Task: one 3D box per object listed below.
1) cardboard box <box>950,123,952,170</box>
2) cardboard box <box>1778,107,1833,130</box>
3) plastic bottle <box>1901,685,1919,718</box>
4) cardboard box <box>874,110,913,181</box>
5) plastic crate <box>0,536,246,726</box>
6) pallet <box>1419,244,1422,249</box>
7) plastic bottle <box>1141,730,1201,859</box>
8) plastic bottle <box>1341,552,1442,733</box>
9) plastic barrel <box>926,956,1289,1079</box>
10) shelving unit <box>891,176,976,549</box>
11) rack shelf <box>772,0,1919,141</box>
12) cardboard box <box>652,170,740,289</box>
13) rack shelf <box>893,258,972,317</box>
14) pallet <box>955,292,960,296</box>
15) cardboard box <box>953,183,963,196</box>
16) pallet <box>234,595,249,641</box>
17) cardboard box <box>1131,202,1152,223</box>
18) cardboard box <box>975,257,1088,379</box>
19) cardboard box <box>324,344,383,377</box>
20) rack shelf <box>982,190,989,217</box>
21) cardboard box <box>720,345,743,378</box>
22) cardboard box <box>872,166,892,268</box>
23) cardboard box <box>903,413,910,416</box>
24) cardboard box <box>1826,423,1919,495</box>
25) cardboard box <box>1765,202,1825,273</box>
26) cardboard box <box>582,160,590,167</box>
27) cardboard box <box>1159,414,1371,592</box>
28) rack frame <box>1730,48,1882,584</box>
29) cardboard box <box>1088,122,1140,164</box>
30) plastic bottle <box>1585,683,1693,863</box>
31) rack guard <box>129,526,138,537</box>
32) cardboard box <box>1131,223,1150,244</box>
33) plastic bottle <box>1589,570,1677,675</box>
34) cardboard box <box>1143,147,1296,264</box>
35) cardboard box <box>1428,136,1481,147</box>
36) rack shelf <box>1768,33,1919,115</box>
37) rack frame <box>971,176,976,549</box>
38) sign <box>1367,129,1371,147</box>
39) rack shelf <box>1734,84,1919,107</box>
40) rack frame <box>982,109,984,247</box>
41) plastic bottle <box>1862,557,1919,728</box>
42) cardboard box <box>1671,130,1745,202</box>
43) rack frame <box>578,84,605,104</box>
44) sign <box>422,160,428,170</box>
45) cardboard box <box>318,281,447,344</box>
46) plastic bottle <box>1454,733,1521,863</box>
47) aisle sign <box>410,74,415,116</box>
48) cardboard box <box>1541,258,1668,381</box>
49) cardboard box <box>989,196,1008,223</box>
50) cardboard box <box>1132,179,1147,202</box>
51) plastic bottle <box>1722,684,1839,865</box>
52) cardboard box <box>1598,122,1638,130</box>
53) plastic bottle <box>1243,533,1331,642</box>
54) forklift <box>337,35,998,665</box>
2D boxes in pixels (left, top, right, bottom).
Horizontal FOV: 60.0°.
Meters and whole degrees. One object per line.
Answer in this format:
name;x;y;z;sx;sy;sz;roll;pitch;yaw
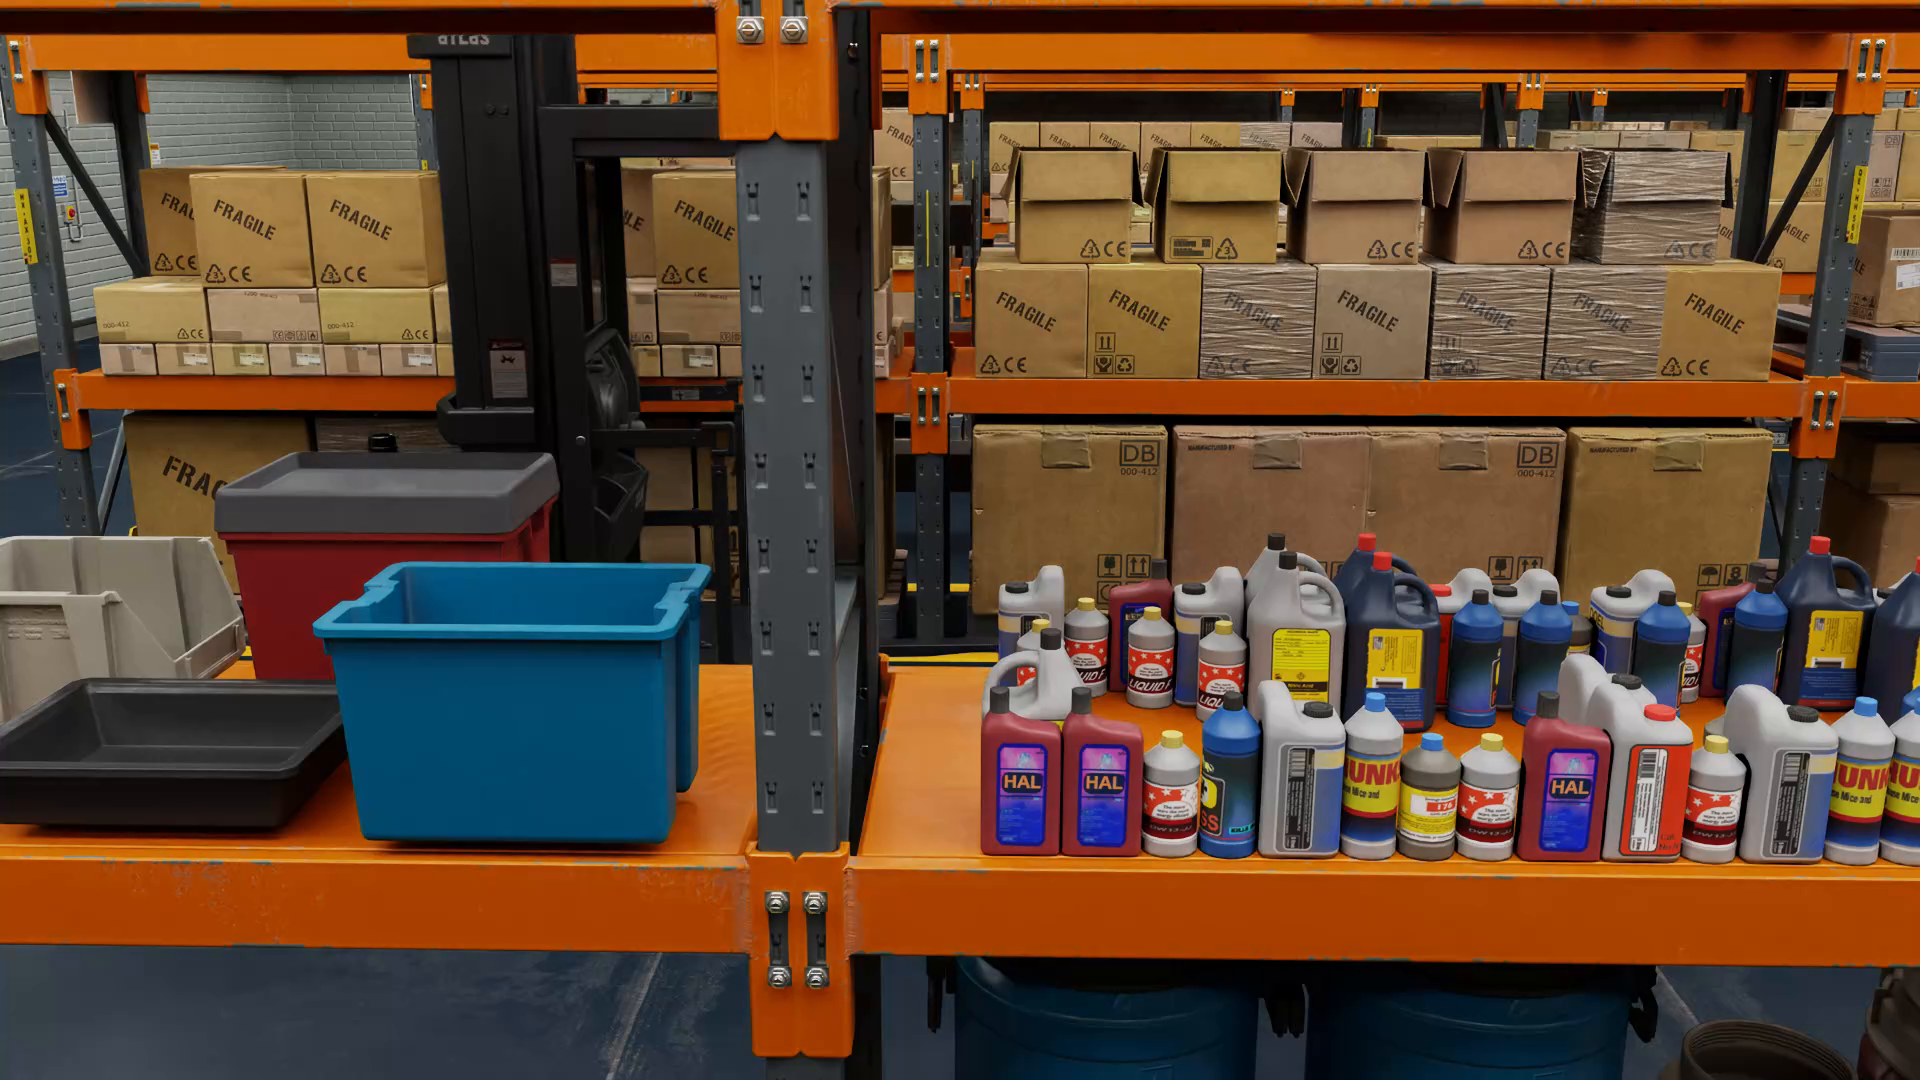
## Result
cardboard box;-0.345;-4.174;17.625;0.500;0.500;0.500;0;15;2
cardboard box;8.556;-4.143;16.923;0.500;0.500;0.700;0;15;1
plastic bottle;1.669;0.355;2.866;0.097;0.271;0.097;0;15;0
cardboard box;-0.377;-2.924;12.304;0.500;0.500;0.500;0;15;-1
plastic crate;-1.777;0.184;3.376;0.530;0.282;0.437;0;15;1
pallet;3.383;-2.173;12.572;1.003;0.211;1.213;0;15;1
plastic bottle;0.350;0.417;2.768;0.097;0.201;0.097;0;15;0
plastic bottle;0.854;0.197;3.309;0.185;0.351;0.144;0;15;1
plastic barrel;0.289;1.032;3.337;0.708;0.901;0.600;0;15;1
shelving unit;-0.165;-1.016;9.576;0.503;2.100;0.431;0;15;1
rack shelf;1.745;-0.877;2.812;4.000;0.370;1.077;0;15;1
cardboard box;-1.095;-1.423;7.595;0.500;0.500;0.500;1;15;2
rack shelf;-1.900;-1.980;12.873;4.000;0.370;1.077;0;15;1
pallet;-0.439;-3.500;22.691;1.213;0.211;1.003;0;15;1
cardboard box;-0.077;-4.659;22.113;0.250;0.149;0.380;1;15;2
pallet;-3.326;0.257;8.451;1.213;0.211;1.003;0;15;1
cardboard box;1.259;-2.416;12.202;0.250;0.149;0.380;0;15;-1
cardboard box;0.325;-1.032;7.674;0.500;0.500;0.500;0;15;2
cardboard box;-2.753;-0.862;7.720;0.250;0.149;0.380;0;15;0
rack shelf;2.247;-4.482;22.360;4.000;0.370;1.077;0;15;1
cardboard box;-0.955;-0.850;7.676;0.250;0.149;0.380;0;15;0
cardboard box;-0.601;-1.552;8.085;0.500;0.500;0.500;0;15;1
cardboard box;-0.301;-1.055;12.722;0.250;0.149;0.380;1;15;2
cardboard box;4.541;-0.394;8.021;0.500;0.250;0.500;1;15;4
cardboard box;6.050;-2.255;12.311;0.500;0.500;0.500;0;15;1
cardboard box;-2.953;-2.944;12.379;0.500;0.500;0.500;1;15;3
cardboard box;1.405;-0.221;8.140;0.875;0.875;1.225;0;15;-1
rack frame;3.870;-1.024;7.841;0.127;3.000;1.000;0;15;1
cardboard box;1.568;-4.033;17.090;0.500;0.500;0.500;0;15;0
plastic bottle;1.124;0.379;2.766;0.135;0.276;0.152;0;15;1
rack guard;-4.151;0.132;8.358;0.348;0.500;1.175;0;15;1
cardboard box;1.259;-2.271;12.238;0.250;0.149;0.380;1;15;2
plastic bottle;1.383;0.201;3.441;0.135;0.276;0.152;0;15;1
cardboard box;1.196;-1.574;7.764;0.637;0.503;0.797;1;15;2
cardboard box;5.089;-3.883;17.075;0.500;0.500;0.500;1;15;4
rack shelf;5.870;-2.114;7.501;4.000;0.370;1.077;0;15;1
rack frame;0.078;-1.015;9.570;0.015;2.100;0.400;0;15;1
sign;4.113;-3.970;16.736;0.005;0.325;0.100;0;15;1
rack shelf;10.122;-4.615;16.981;4.000;0.370;1.077;0;15;1
rack frame;0.248;-4.843;22.317;0.127;3.000;1.000;0;15;1
plastic bottle;1.904;0.206;3.275;0.185;0.351;0.144;0;15;1
cardboard box;5.565;-2.809;12.450;0.500;0.500;0.700;0;15;1
rack frame;-3.874;-3.603;17.618;0.127;3.000;1.000;0;15;1
sign;-3.913;-2.621;12.196;0.005;0.325;0.100;0;15;1
cardboard box;-2.632;-1.070;7.725;0.500;0.250;0.500;0;15;0
plastic bottle;0.874;0.421;2.755;0.097;0.201;0.097;0;15;0
aisle sign;-3.980;-3.521;12.211;0.004;0.787;0.394;0;15;1
cardboard box;2.872;-1.017;7.619;0.500;0.500;0.500;0;15;1
cardboard box;0.558;-3.435;17.272;0.500;0.250;0.500;0;15;0
cardboard box;1.266;-2.559;12.162;0.250;0.149;0.380;0;15;1
plastic bottle;1.356;0.381;2.760;0.135;0.276;0.152;0;15;1
cardboard box;6.691;-4.176;16.916;0.250;0.149;0.380;0;15;-1
plastic bottle;0.672;0.159;3.453;0.185;0.351;0.144;0;15;1
forklift;-1.185;-0.661;6.598;3.031;2.935;1.130;-1;15;-2
